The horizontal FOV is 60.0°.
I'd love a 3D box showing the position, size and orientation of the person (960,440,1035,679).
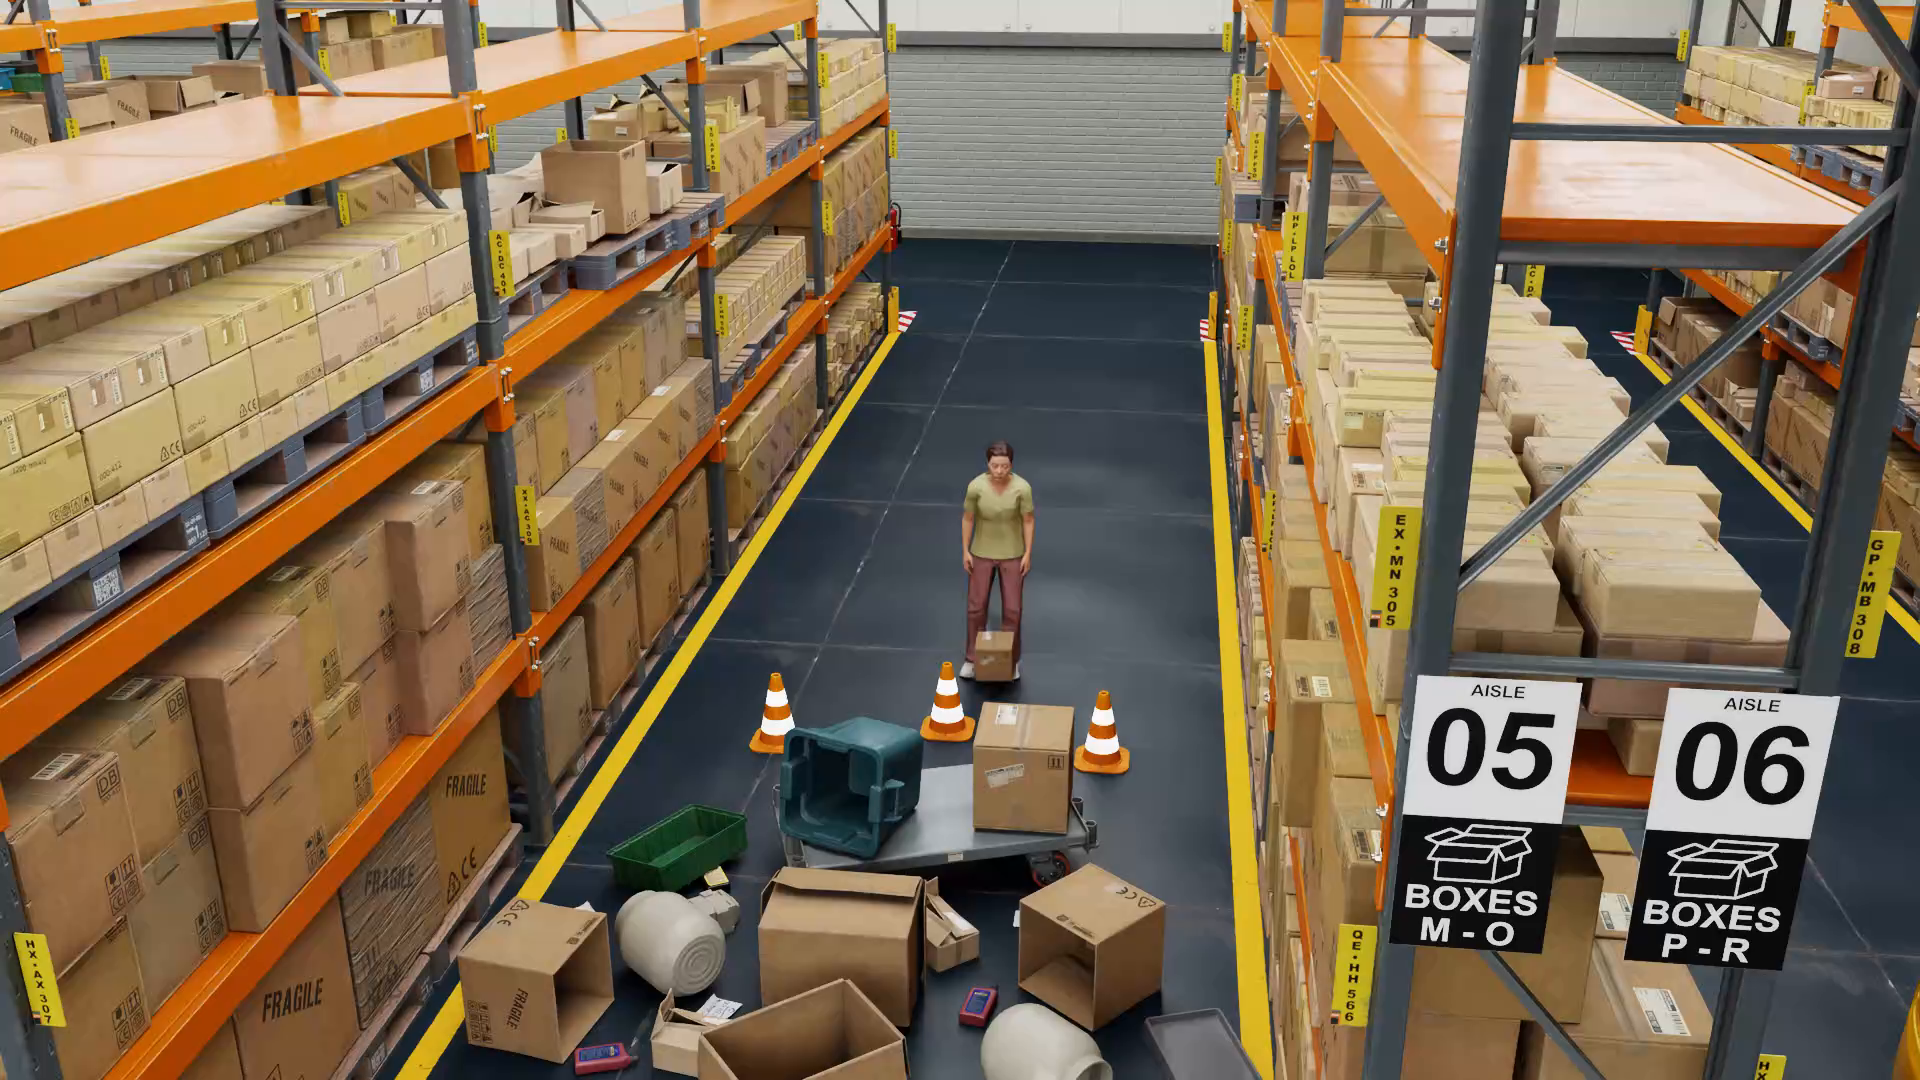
[{"bbox_3d":[0.252,0.123,11.174,0.489,1.670,0.356,2,21,5],"label":"person"}]
